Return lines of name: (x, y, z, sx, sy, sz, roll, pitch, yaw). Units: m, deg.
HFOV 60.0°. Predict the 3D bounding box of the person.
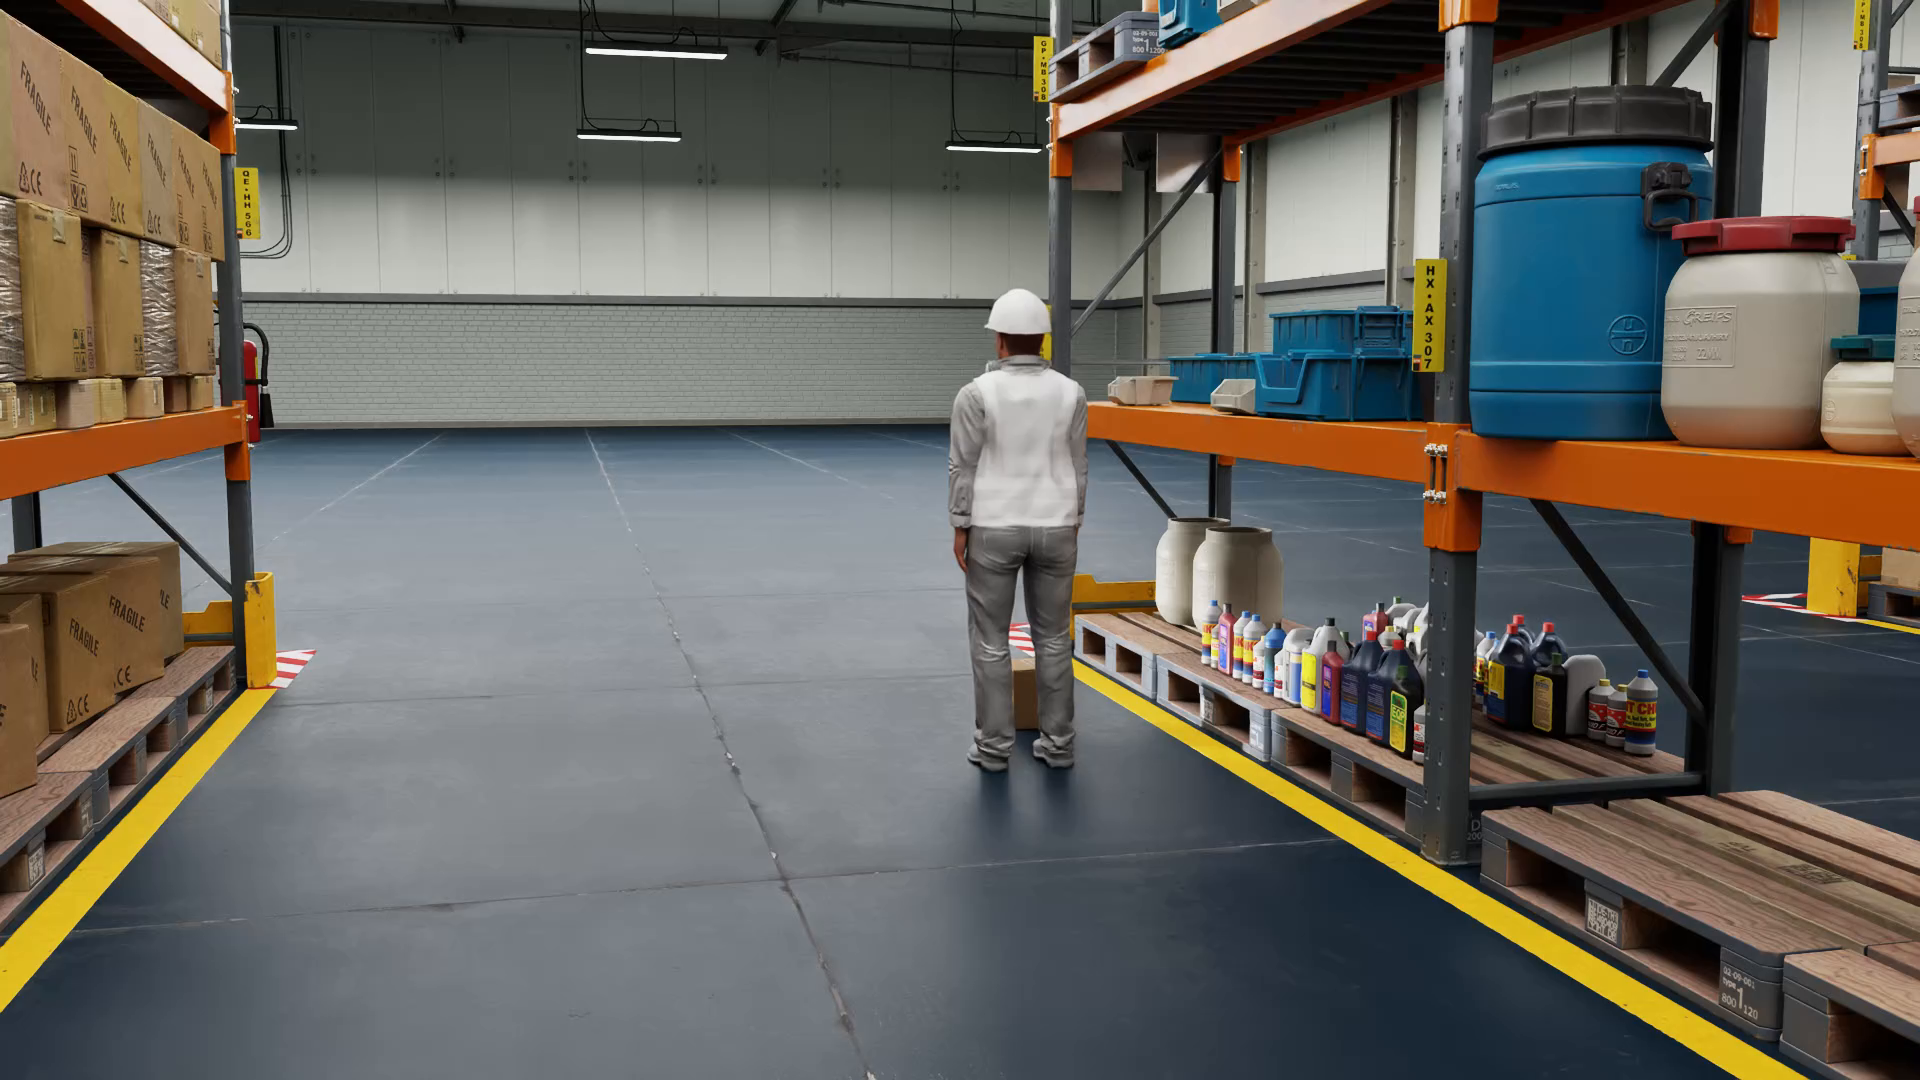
person: (0.209, -0.037, 6.187, 0.531, 1.768, 0.359, -1, 6, -13)
